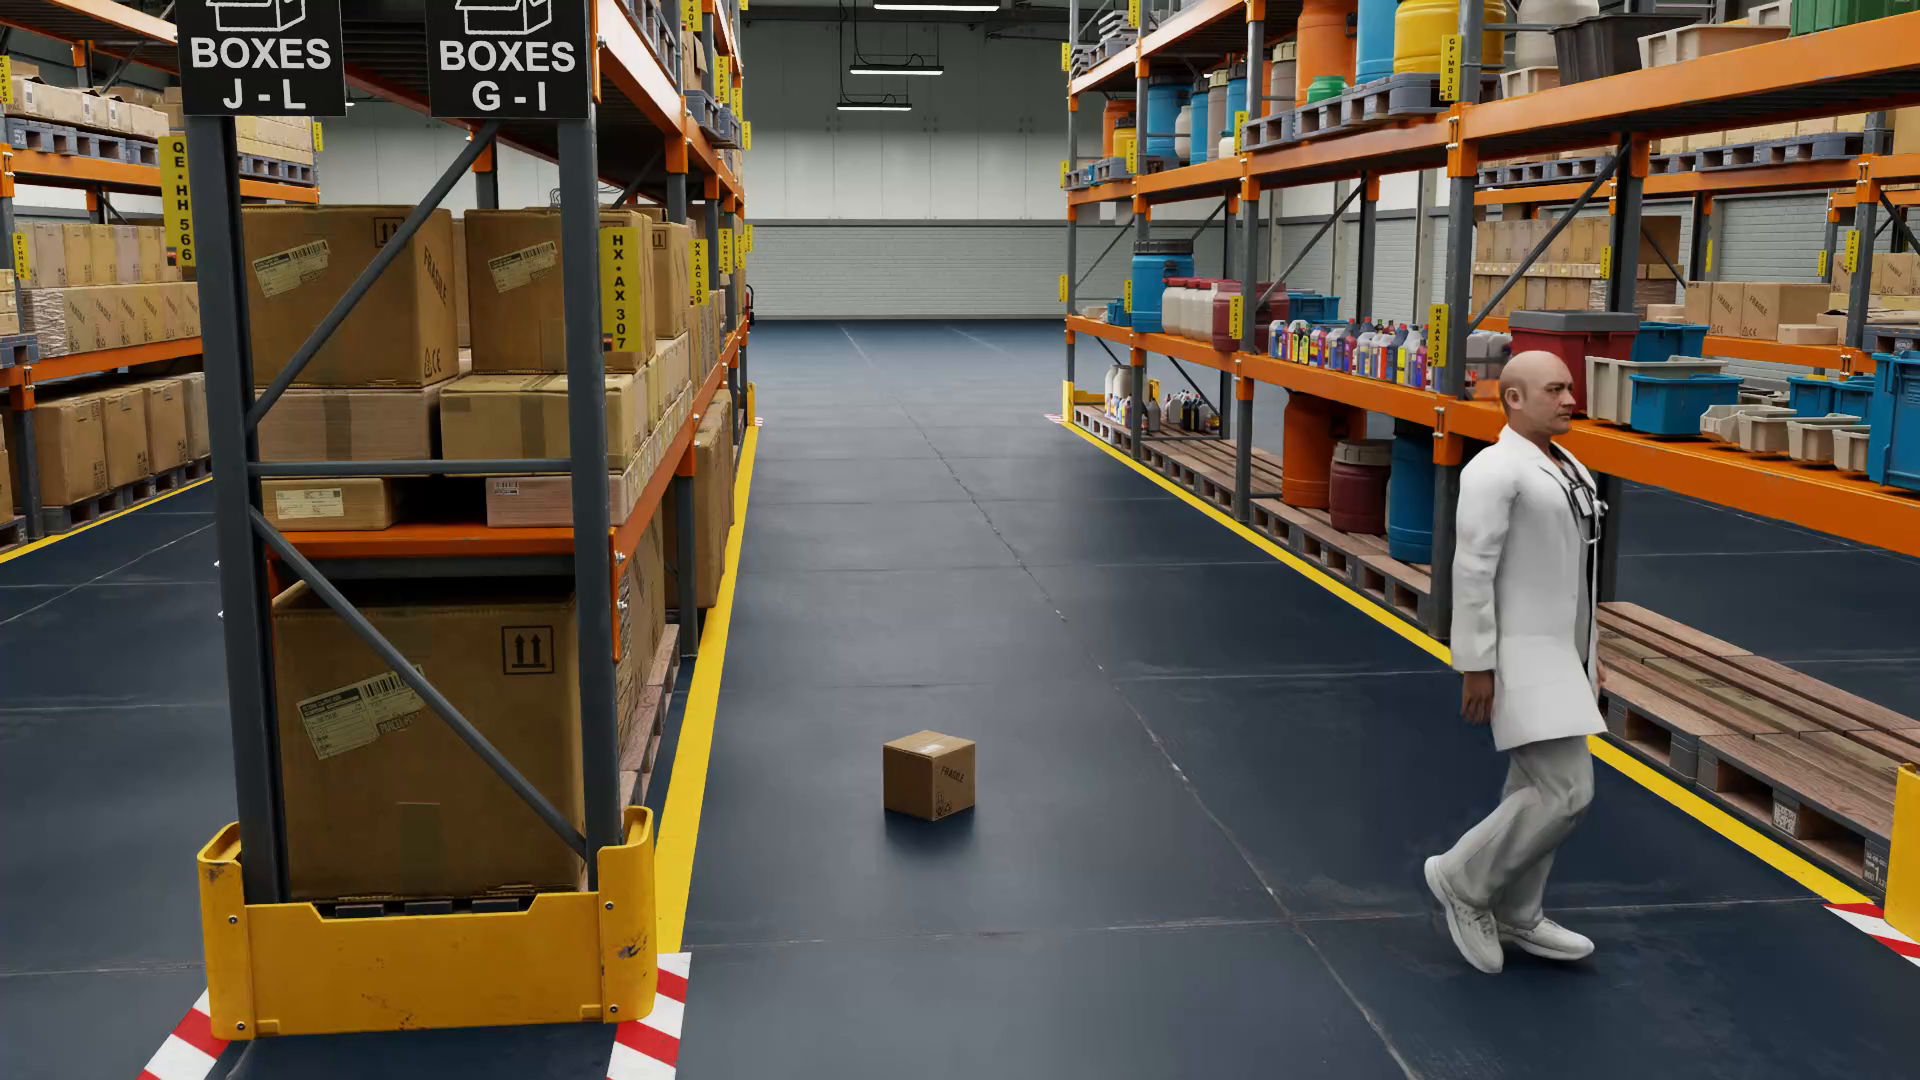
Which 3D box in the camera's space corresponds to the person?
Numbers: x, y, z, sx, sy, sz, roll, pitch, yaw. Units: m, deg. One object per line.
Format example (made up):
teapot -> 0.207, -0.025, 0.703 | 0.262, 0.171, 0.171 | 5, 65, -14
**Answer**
person -> 1.664, 0.361, 4.790 | 0.510, 1.800, 0.579 | 8, 13, 40
